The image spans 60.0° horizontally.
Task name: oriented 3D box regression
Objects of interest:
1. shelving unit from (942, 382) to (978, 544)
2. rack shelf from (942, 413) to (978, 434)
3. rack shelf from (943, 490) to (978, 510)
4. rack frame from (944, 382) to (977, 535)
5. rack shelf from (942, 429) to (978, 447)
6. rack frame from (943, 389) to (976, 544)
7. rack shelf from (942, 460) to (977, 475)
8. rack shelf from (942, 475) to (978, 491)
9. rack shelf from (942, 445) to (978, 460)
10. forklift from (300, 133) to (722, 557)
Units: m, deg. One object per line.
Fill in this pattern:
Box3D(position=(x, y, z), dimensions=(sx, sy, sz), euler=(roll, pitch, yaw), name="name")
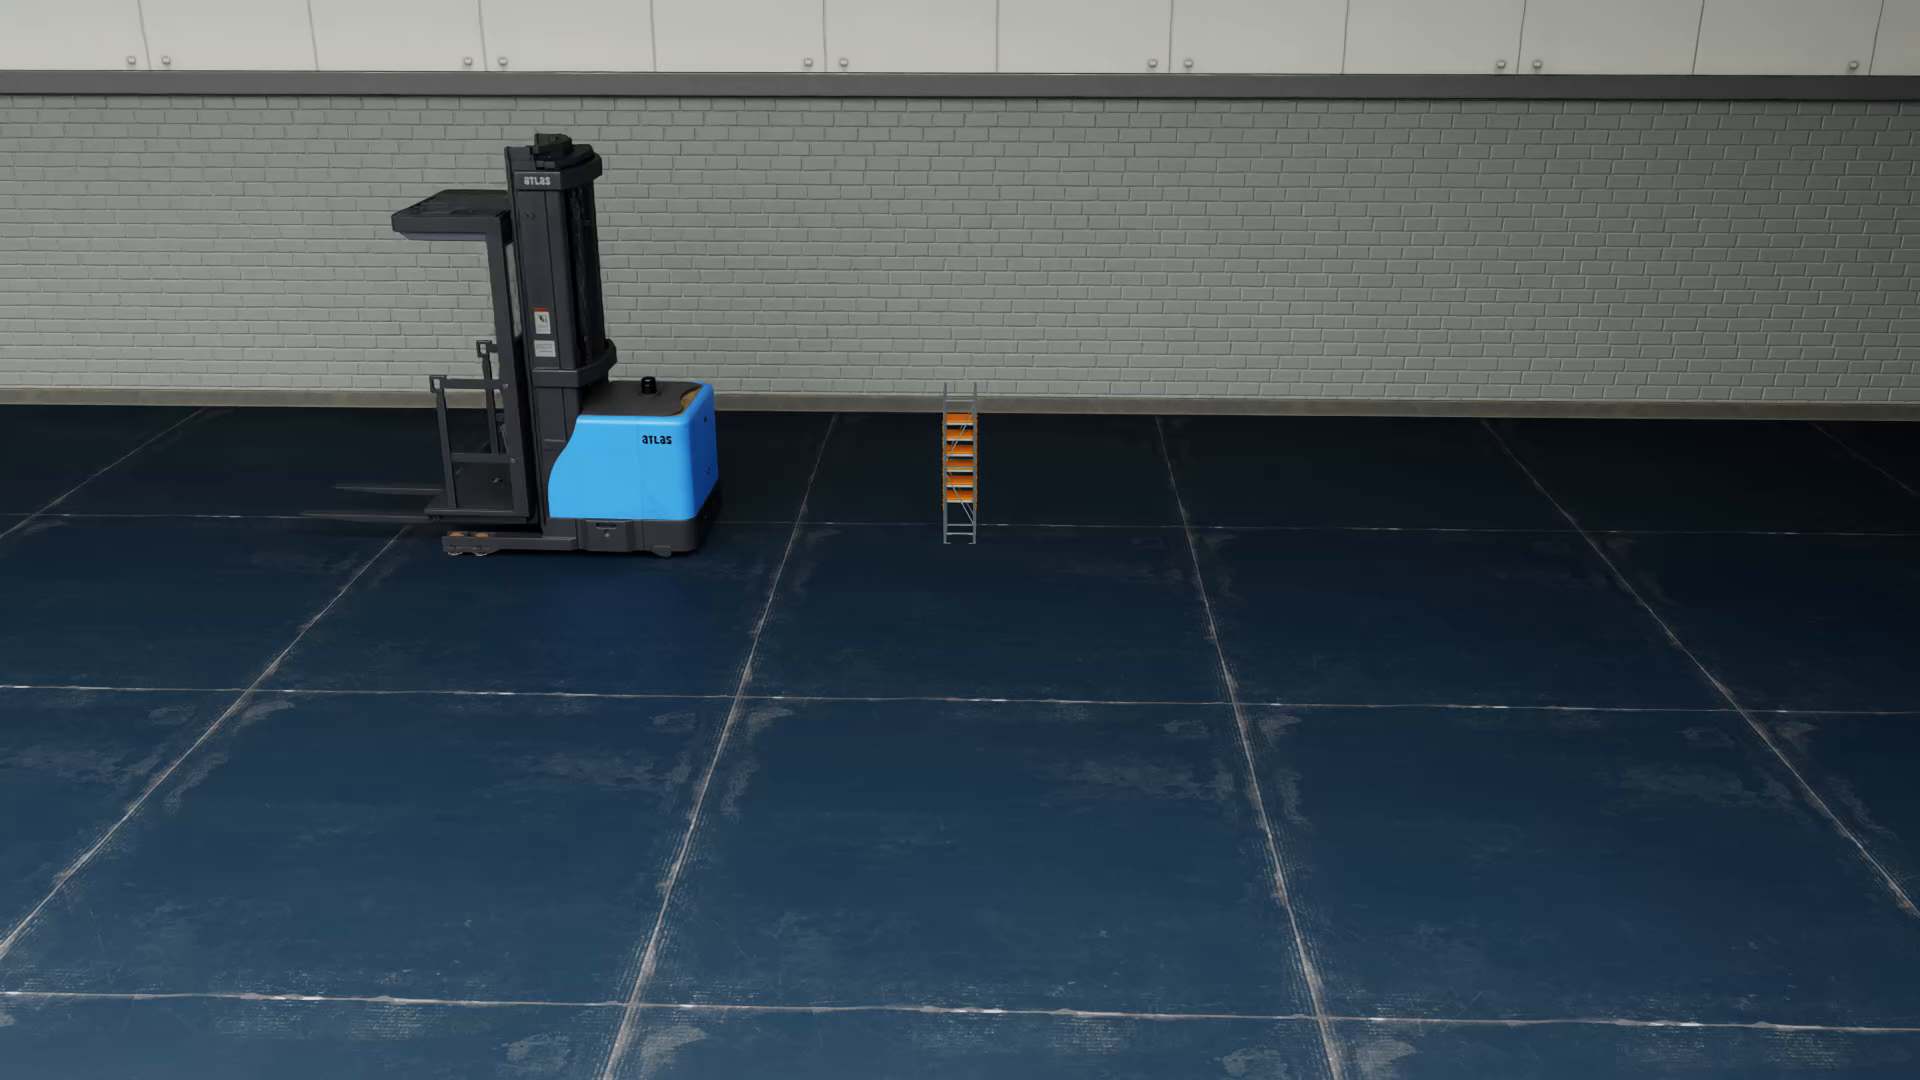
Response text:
Box3D(position=(0.000, -0.565, 12.325), dimensions=(0.258, 1.200, 0.189), euler=(1, 21, 2), name="shelving unit")
Box3D(position=(0.000, -0.859, 12.211), dimensions=(0.258, 0.103, 0.180), euler=(1, 21, 2), name="rack shelf")
Box3D(position=(0.000, -0.299, 12.428), dimensions=(0.258, 0.103, 0.180), euler=(1, 21, 2), name="rack shelf")
Box3D(position=(0.003, -0.598, 12.411), dimensions=(0.240, 1.200, 0.006), euler=(1, 21, 2), name="rack frame")
Box3D(position=(0.000, -0.747, 12.255), dimensions=(0.258, 0.103, 0.180), euler=(1, 21, 2), name="rack shelf")
Box3D(position=(-0.002, -0.532, 12.240), dimensions=(0.240, 1.200, 0.006), euler=(1, 21, 2), name="rack frame")
Box3D(position=(0.000, -0.523, 12.341), dimensions=(0.258, 0.103, 0.180), euler=(1, 21, 2), name="rack shelf")
Box3D(position=(0.000, -0.411, 12.385), dimensions=(0.258, 0.103, 0.180), euler=(1, 21, 2), name="rack shelf")
Box3D(position=(0.000, -0.635, 12.298), dimensions=(0.258, 0.103, 0.180), euler=(1, 21, 2), name="rack shelf")
Box3D(position=(-3.400, -1.436, 12.179), dimensions=(3.031, 2.935, 1.130), euler=(1, 21, 3), name="forklift")
